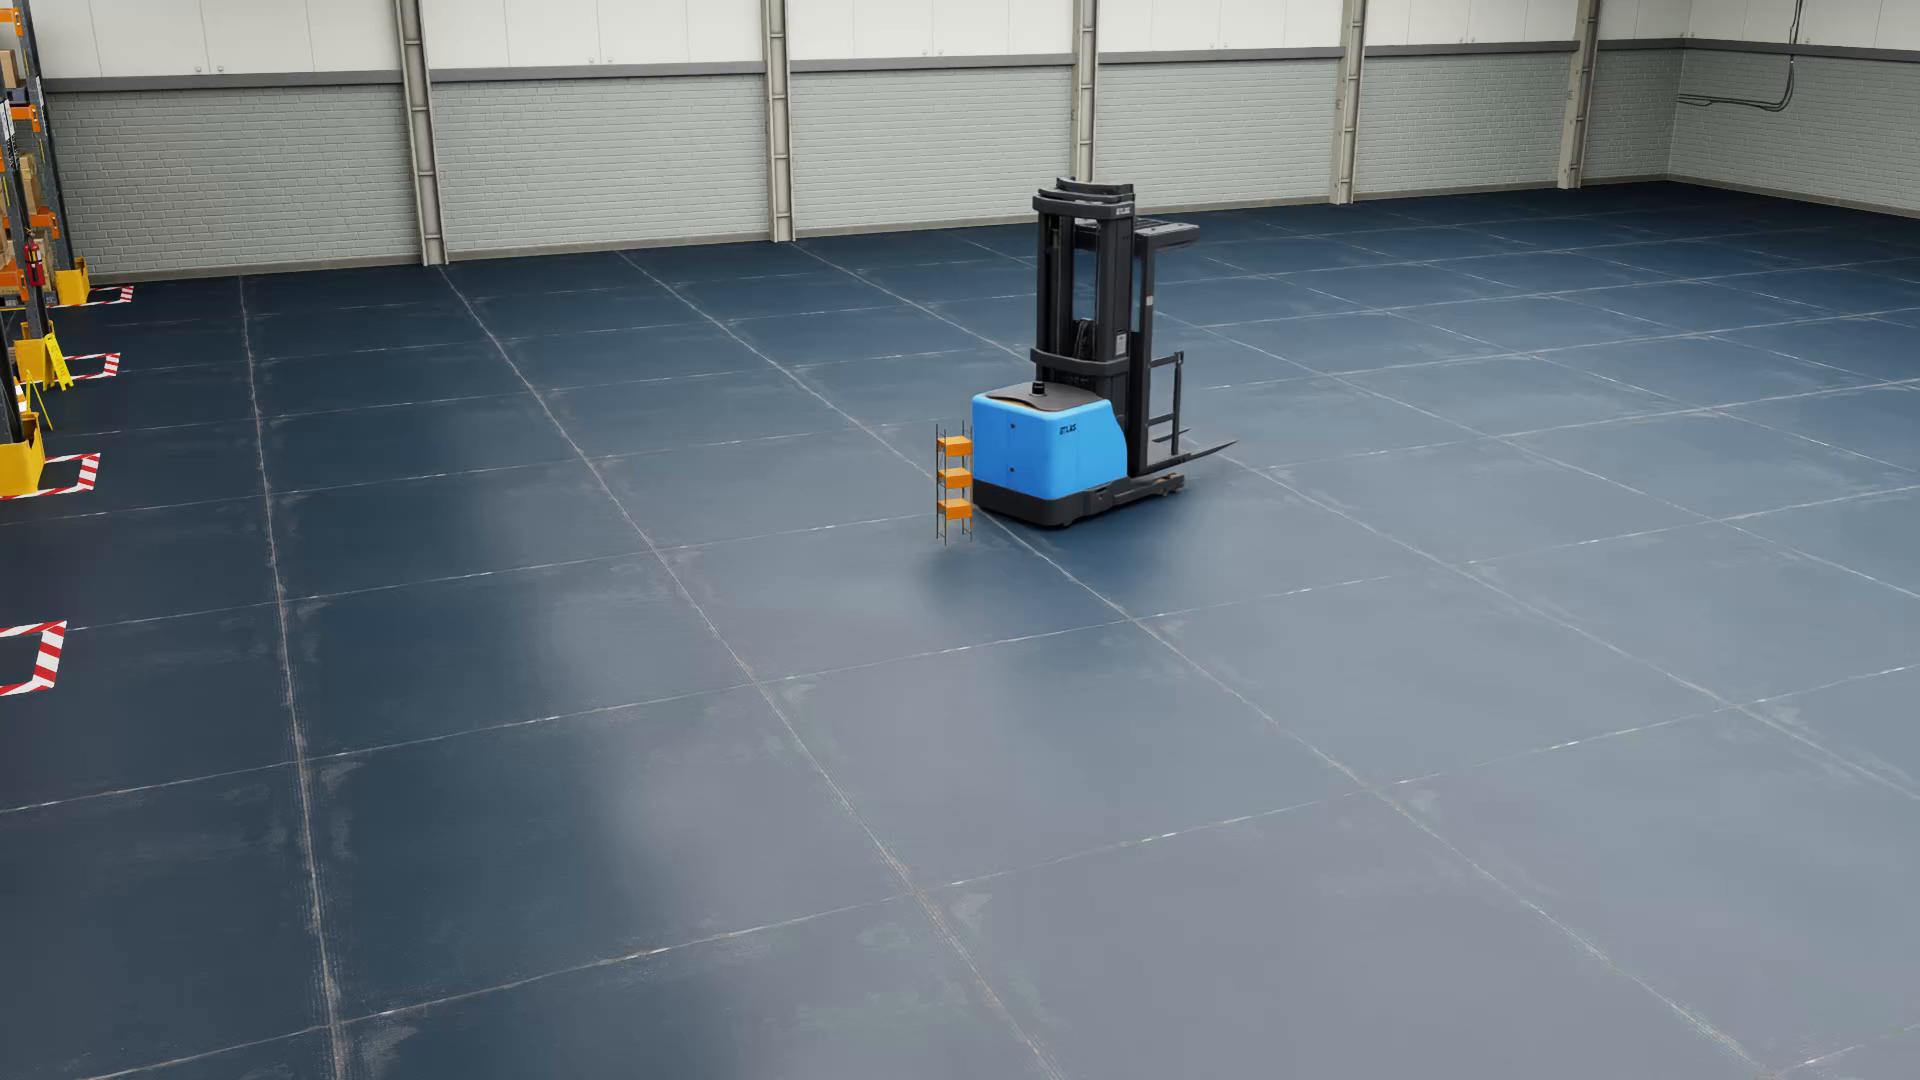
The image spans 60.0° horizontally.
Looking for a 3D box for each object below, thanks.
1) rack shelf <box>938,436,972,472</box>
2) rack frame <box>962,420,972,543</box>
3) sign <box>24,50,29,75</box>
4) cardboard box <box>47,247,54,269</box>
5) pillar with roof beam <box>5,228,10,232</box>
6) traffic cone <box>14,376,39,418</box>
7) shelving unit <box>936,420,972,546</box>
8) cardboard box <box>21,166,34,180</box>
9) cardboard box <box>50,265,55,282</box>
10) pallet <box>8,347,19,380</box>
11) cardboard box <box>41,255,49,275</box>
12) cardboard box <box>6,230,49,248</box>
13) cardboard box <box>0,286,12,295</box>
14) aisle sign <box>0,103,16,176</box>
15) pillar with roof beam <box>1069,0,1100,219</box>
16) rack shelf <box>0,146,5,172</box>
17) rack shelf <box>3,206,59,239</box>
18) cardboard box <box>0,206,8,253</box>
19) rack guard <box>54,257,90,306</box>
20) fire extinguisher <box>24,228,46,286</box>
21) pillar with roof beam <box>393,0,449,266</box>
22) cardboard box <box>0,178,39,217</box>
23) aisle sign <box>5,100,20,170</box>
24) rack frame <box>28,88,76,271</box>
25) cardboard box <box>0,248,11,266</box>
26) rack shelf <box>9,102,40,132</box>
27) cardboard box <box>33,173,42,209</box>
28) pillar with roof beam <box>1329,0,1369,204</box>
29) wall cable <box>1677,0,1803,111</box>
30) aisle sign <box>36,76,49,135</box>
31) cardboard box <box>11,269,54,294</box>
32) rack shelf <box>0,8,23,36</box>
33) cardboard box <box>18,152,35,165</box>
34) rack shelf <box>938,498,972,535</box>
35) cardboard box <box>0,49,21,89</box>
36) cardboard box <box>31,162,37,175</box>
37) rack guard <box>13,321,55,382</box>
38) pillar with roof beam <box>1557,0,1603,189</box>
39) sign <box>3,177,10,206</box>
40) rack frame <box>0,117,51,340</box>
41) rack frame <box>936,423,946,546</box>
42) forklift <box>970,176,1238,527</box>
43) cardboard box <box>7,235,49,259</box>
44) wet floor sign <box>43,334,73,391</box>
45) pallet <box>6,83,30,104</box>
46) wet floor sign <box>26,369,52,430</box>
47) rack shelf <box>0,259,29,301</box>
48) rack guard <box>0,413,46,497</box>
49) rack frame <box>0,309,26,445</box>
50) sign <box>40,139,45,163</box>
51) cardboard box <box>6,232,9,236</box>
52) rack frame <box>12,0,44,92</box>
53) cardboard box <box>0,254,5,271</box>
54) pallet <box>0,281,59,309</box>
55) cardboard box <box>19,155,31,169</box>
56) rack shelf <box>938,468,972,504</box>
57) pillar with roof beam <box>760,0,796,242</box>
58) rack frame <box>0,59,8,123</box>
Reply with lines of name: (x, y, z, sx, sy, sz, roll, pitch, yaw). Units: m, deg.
rack shelf: (-0.049, -0.746, 14.237, 0.240, 0.259, 0.215, -8, 21, -22)
rack frame: (0.063, -0.504, 14.373, 0.008, 1.050, 0.200, -8, 21, -22)
sign: (-12.998, -6.648, 23.157, 0.005, 0.325, 0.100, -8, 21, -22)
cardboard box: (-13.714, -4.159, 24.572, 0.500, 0.250, 0.500, -8, 21, -21)
pillar with roof beam: (-12.491, -6.720, 20.059, 0.400, 9.000, 9.100, -8, 21, -22)
traffic cone: (-10.363, -1.567, 18.275, 0.334, 0.463, 0.336, -8, 21, -22)
shelving unit: (-0.049, -0.488, 14.328, 0.252, 1.050, 0.215, -8, 21, -22)
cardboard box: (-13.407, -5.242, 23.767, 0.250, 0.149, 0.380, -8, 21, -21)
cardboard box: (-13.729, -3.916, 24.637, 0.500, 0.250, 0.500, -8, 21, -22)
pallet: (-12.060, -2.086, 20.128, 1.213, 0.211, 1.003, -8, 21, -22)
cardboard box: (-13.523, -3.998, 24.115, 0.500, 0.250, 0.500, -8, 21, -23)
cardboard box: (-13.716, -4.388, 24.469, 0.500, 0.250, 0.500, -8, 21, -23)
cardboard box: (-13.967, -3.701, 24.024, 0.500, 0.250, 0.500, -8, 21, -22)
aisle sign: (-11.059, -4.653, 19.306, 0.004, 0.787, 0.394, -8, 21, -22)
pillar with roof beam: (4.037, -9.088, 26.784, 0.400, 9.000, 9.100, -8, 21, -22)
rack shelf: (-13.067, -4.320, 18.840, 4.000, 0.370, 1.077, -8, 21, -22)
rack shelf: (-15.037, -4.418, 23.636, 4.000, 0.370, 1.077, -8, 21, -22)
cardboard box: (-11.775, -3.717, 19.963, 0.500, 0.500, 0.500, -8, 21, -23)
rack guard: (-13.178, -3.844, 24.688, 0.348, 0.500, 1.175, -8, 21, -22)
fire extinguisher: (-10.943, -3.345, 19.623, 0.183, 0.674, 0.296, -8, 21, -22)
pillar with roof beam: (-6.982, -7.510, 22.301, 0.400, 9.000, 9.100, -8, 21, -22)
cardboard box: (-13.548, -4.923, 23.836, 0.500, 0.500, 0.500, -9, 21, -23)
aisle sign: (-11.296, -4.836, 19.826, 0.004, 0.787, 0.394, -8, 21, -22)
rack frame: (-13.200, -5.020, 24.264, 0.127, 3.000, 1.000, -8, 21, -22)
cardboard box: (-11.624, -3.407, 20.060, 0.250, 0.149, 0.380, -8, 21, -22)
rack shelf: (-15.037, -5.833, 23.138, 4.000, 0.370, 1.077, -8, 21, -22)
cardboard box: (-13.765, -5.087, 24.303, 0.500, 0.500, 0.500, -7, 21, -20)
pillar with roof beam: (9.546, -9.878, 29.026, 0.400, 9.000, 9.100, -8, 21, -22)
wall cable: (16.579, -10.499, 35.467, 0.112, 2.526, 3.097, -8, 21, -22)
aisle sign: (-13.023, -6.166, 23.602, 0.004, 0.787, 0.394, -8, 21, -22)
cardboard box: (-13.506, -3.763, 24.201, 0.500, 0.250, 0.500, -8, 21, -22)
rack shelf: (-15.037, -7.059, 22.706, 4.000, 0.370, 1.077, -8, 21, -22)
cardboard box: (-13.593, -5.535, 24.150, 0.250, 0.149, 0.380, -9, 21, -23)
rack shelf: (-0.049, -0.216, 14.423, 0.240, 0.259, 0.215, -8, 21, -22)
cardboard box: (-13.510, -6.595, 23.286, 0.500, 0.500, 0.500, -7, 21, -20)
cardboard box: (-13.614, -5.408, 24.237, 0.250, 0.149, 0.380, -9, 21, -23)
rack guard: (-11.300, -2.318, 20.353, 0.348, 0.500, 1.175, -8, 21, -22)
pillar with roof beam: (15.055, -10.667, 31.268, 0.400, 9.000, 9.100, -8, 21, -22)
sign: (-11.029, -4.030, 19.233, 0.005, 0.325, 0.100, -8, 21, -22)
rack frame: (-11.231, -3.507, 19.966, 0.127, 3.000, 1.000, -8, 21, -22)
rack frame: (-0.161, -0.472, 14.282, 0.008, 1.050, 0.200, -8, 21, -22)
forklift: (1.492, -1.903, 15.514, 3.031, 2.935, 1.130, -18, 26, -42)
cardboard box: (-13.499, -4.237, 24.042, 0.500, 0.250, 0.500, -7, 21, -20)
wet floor sign: (-10.632, -2.095, 19.501, 0.232, 0.644, 0.267, -1, 19, -3)
pallet: (-13.860, -6.308, 23.539, 1.213, 0.211, 1.003, -8, 21, -22)
wet floor sign: (-9.935, -1.508, 17.833, 0.232, 0.644, 0.267, -12, 23, -31)
rack shelf: (-13.067, -2.905, 19.338, 4.000, 0.370, 1.077, -8, 21, -22)
rack guard: (-9.155, -0.835, 16.141, 0.348, 0.500, 1.175, -8, 21, -22)
rack frame: (-9.177, -2.011, 15.717, 0.127, 3.000, 1.000, -8, 21, -22)
sign: (-12.998, -5.511, 23.557, 0.005, 0.325, 0.100, -8, 21, -22)
cardboard box: (-14.174, -4.321, 24.279, 0.500, 0.250, 0.500, -8, 21, -22)
rack frame: (-13.200, -7.850, 23.267, 0.127, 3.000, 1.000, -8, 21, -22)
cardboard box: (-11.489, -3.274, 19.683, 0.250, 0.149, 0.380, -7, 21, -20)
pallet: (-13.886, -3.592, 24.405, 1.213, 0.211, 1.003, -8, 21, -22)
cardboard box: (-13.446, -5.402, 23.774, 0.250, 0.149, 0.380, -8, 21, -22)
rack shelf: (-0.049, -0.478, 14.331, 0.240, 0.259, 0.215, -8, 21, -22)
pillar with roof beam: (-1.473, -8.299, 24.543, 0.400, 9.000, 9.100, -8, 21, -22)
rack frame: (-11.231, -6.337, 18.970, 0.127, 3.000, 1.000, -8, 21, -22)
